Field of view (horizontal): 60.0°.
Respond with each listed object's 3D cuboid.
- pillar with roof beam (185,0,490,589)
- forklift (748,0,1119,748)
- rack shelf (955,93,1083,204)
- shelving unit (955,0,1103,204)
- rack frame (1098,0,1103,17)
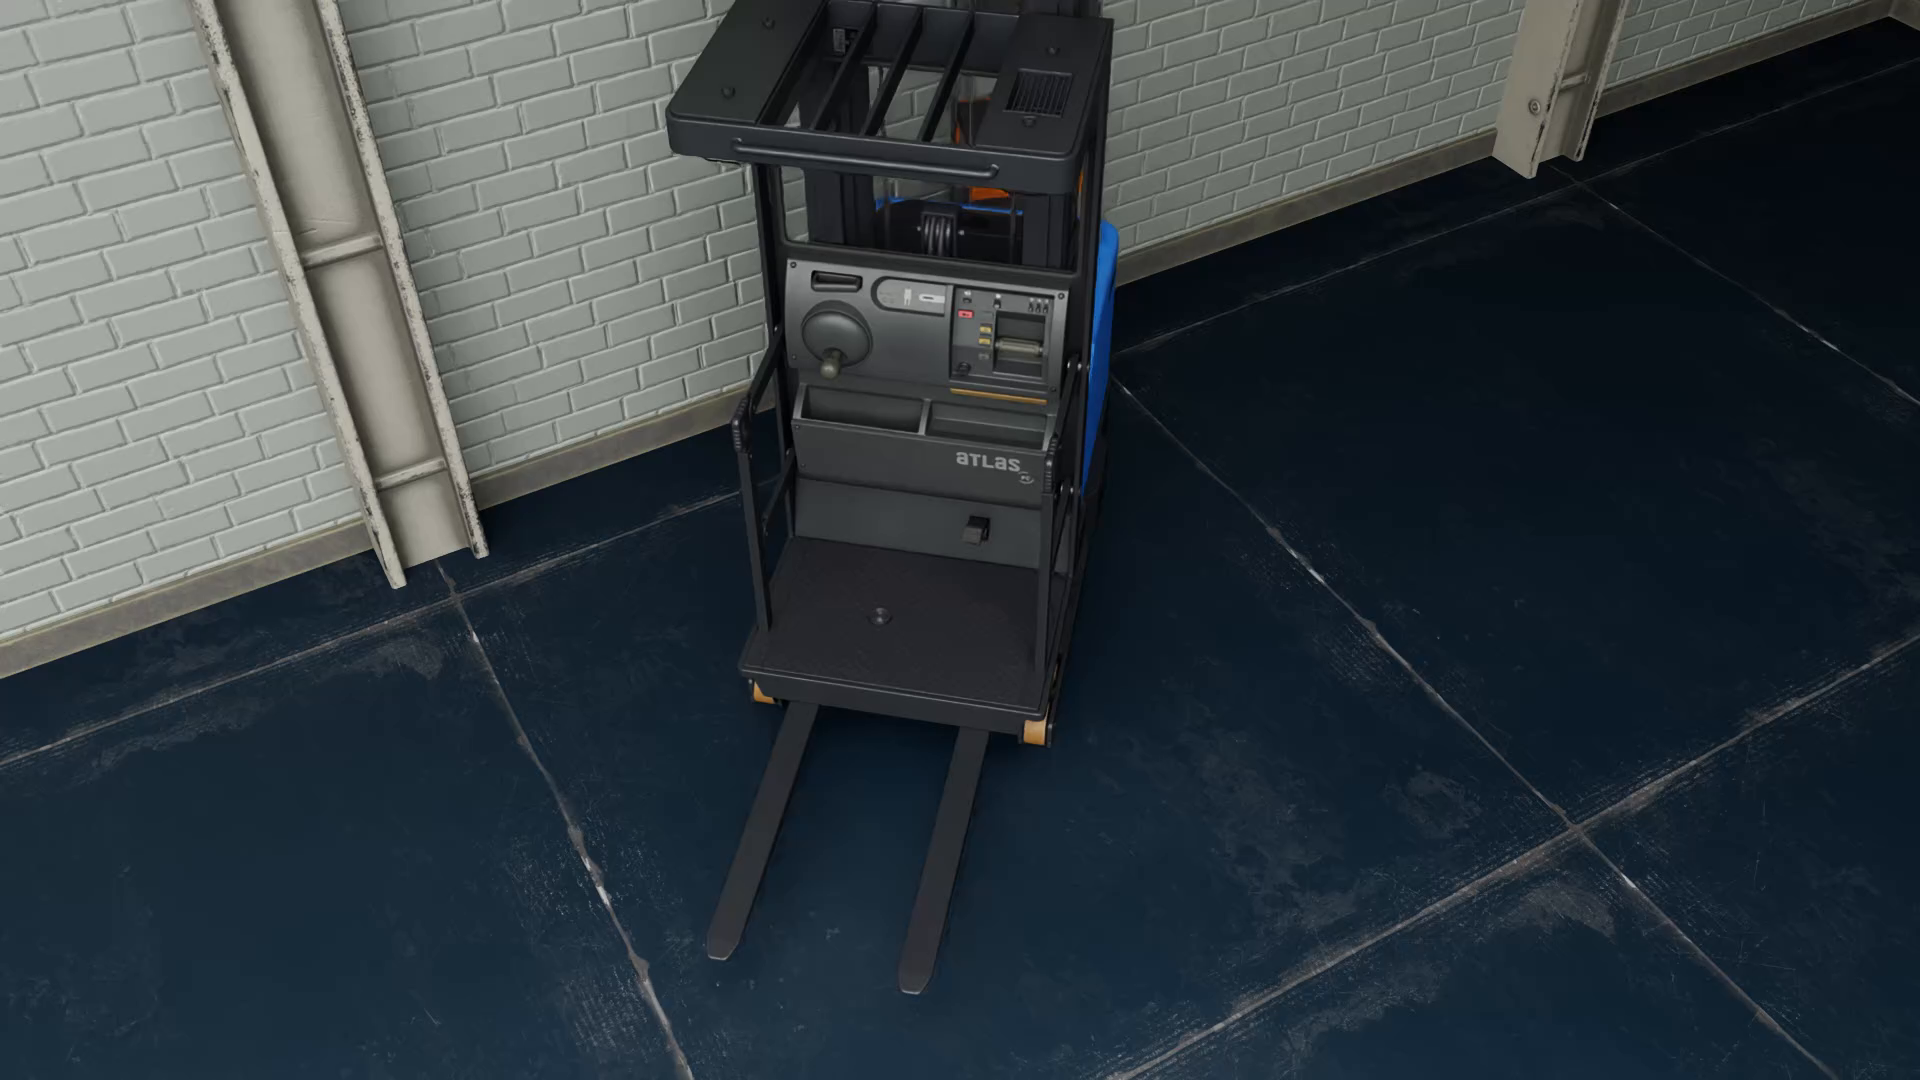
[{"bbox_3d":[0.007,-0.596,0.903,0.400,9.000,9.100,-22,48,-21],"label":"pillar with roof beam"},{"bbox_3d":[-0.154,-0.599,5.263,1.130,2.935,3.031,8,45,8],"label":"forklift"},{"bbox_3d":[0.244,-1.526,6.828,0.480,0.518,0.431,-8,44,-8],"label":"rack shelf"},{"bbox_3d":[0.250,-1.537,6.819,0.492,2.100,0.431,-8,44,-8],"label":"shelving unit"},{"bbox_3d":[0.483,-1.568,6.854,0.015,2.100,0.400,-8,44,-8],"label":"rack frame"}]
